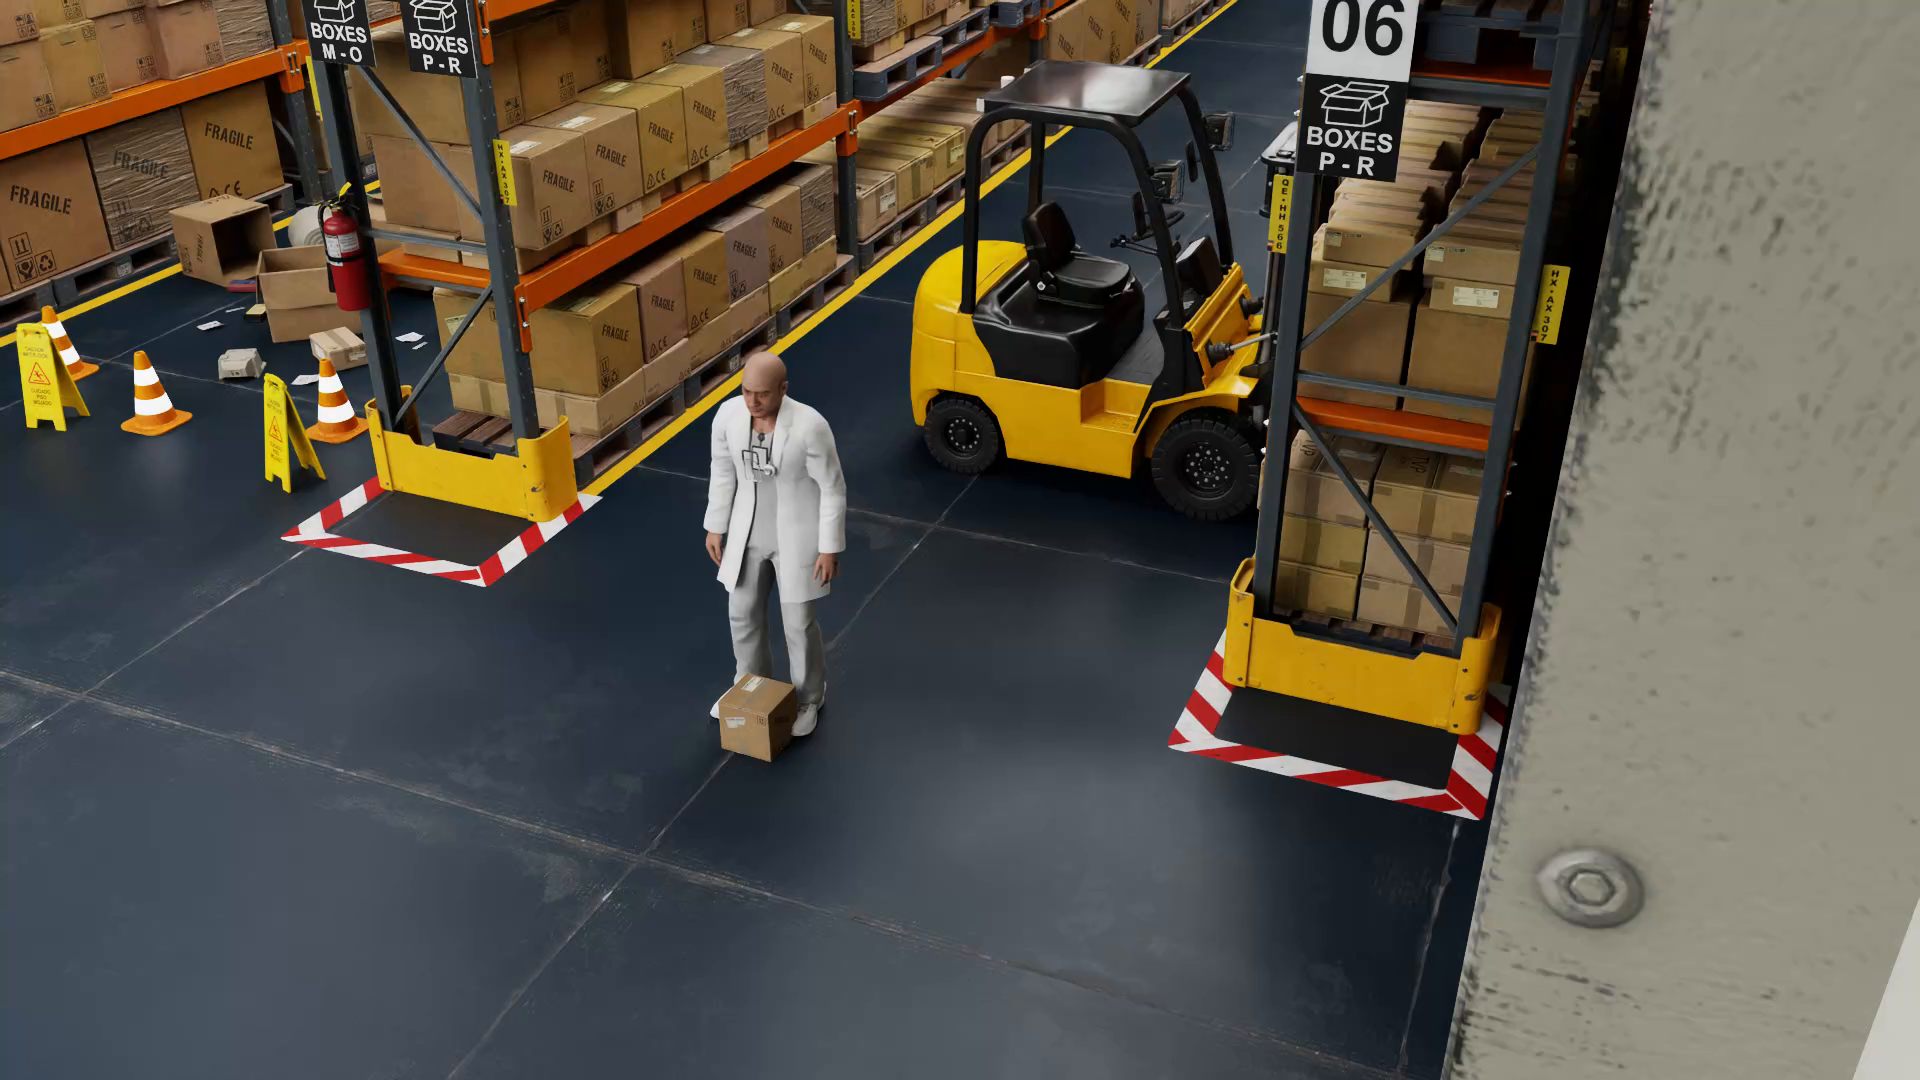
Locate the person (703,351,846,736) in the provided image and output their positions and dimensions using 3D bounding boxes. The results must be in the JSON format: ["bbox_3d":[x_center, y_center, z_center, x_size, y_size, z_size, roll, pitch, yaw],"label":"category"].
[{"bbox_3d":[-0.792,0.001,7.141,0.655,1.774,0.416,10,31,18],"label":"person"}]
